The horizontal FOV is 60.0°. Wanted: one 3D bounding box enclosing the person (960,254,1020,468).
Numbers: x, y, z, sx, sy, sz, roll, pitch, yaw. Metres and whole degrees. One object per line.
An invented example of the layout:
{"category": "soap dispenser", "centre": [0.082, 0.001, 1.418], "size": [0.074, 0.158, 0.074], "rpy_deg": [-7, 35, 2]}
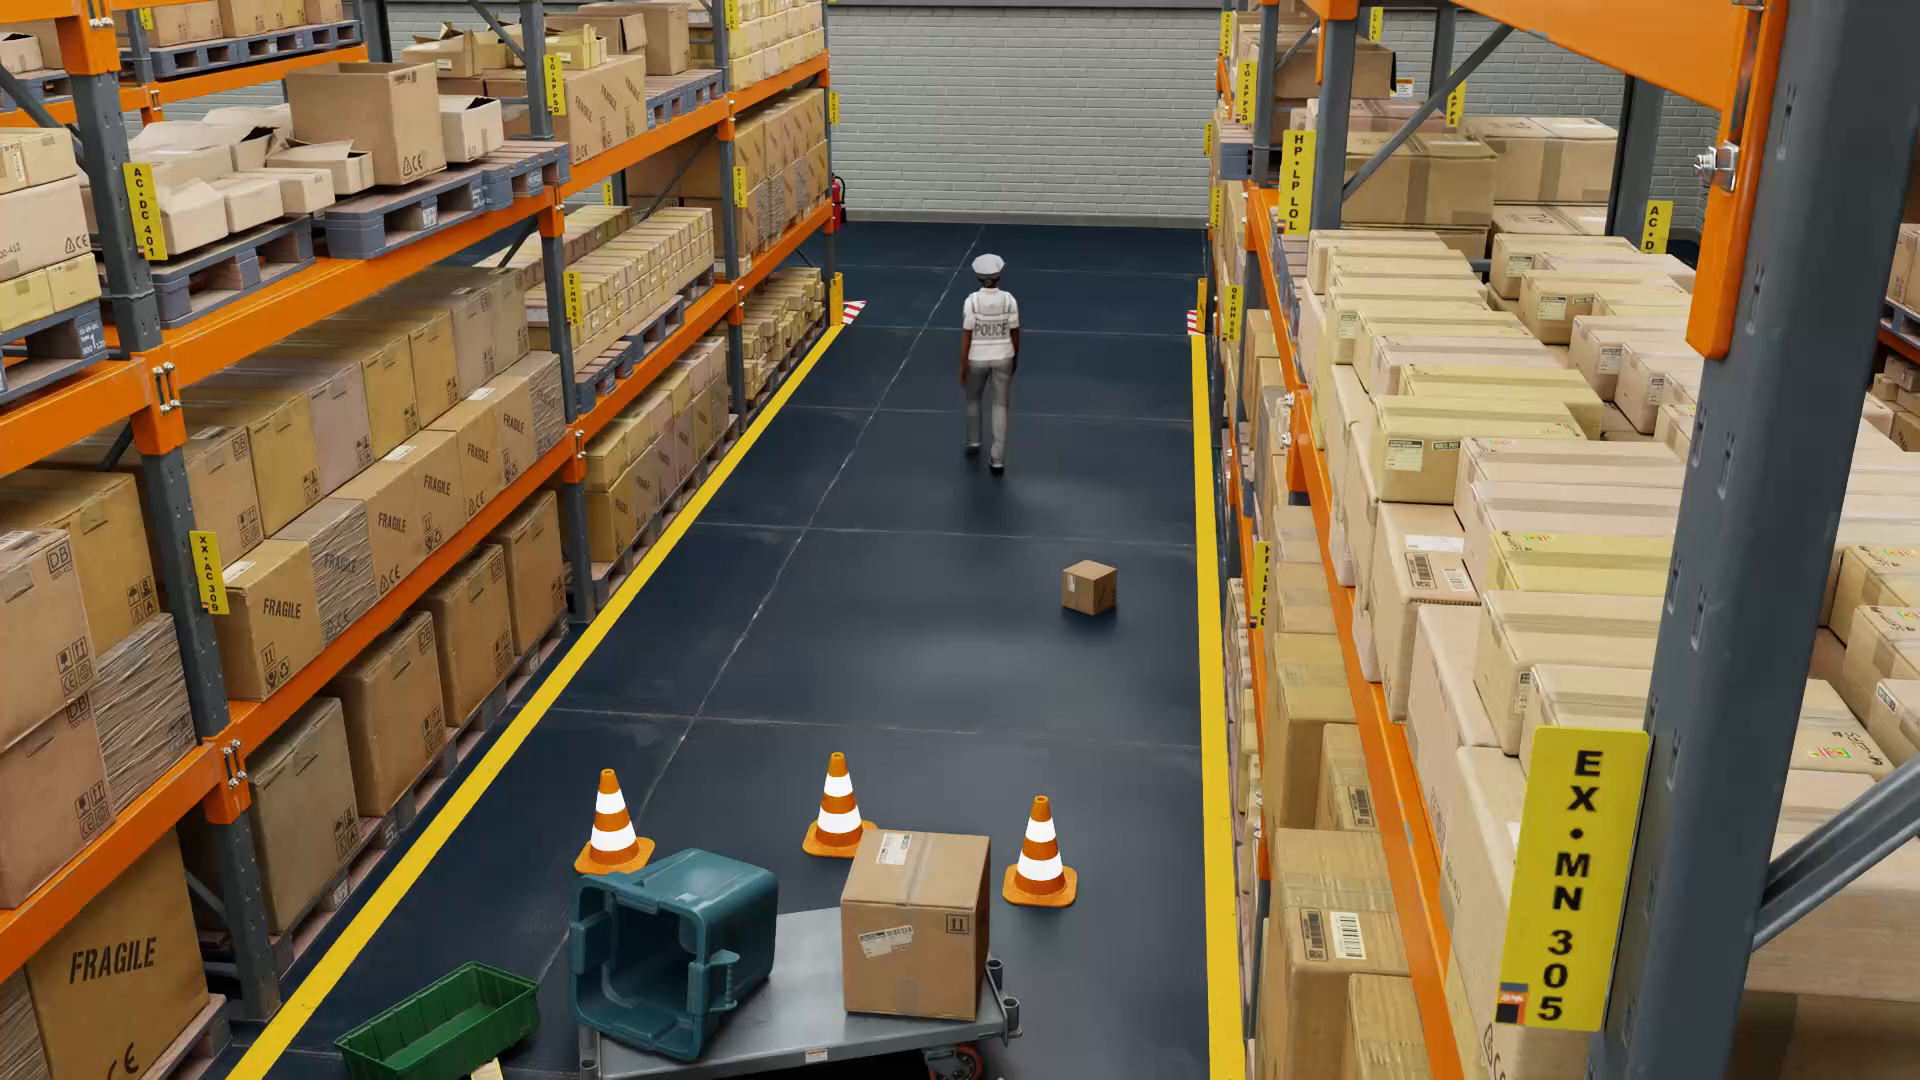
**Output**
{"category": "person", "centre": [0.231, -1.436, 13.239], "size": [0.484, 1.705, 0.798], "rpy_deg": [-1, 21, -2]}
